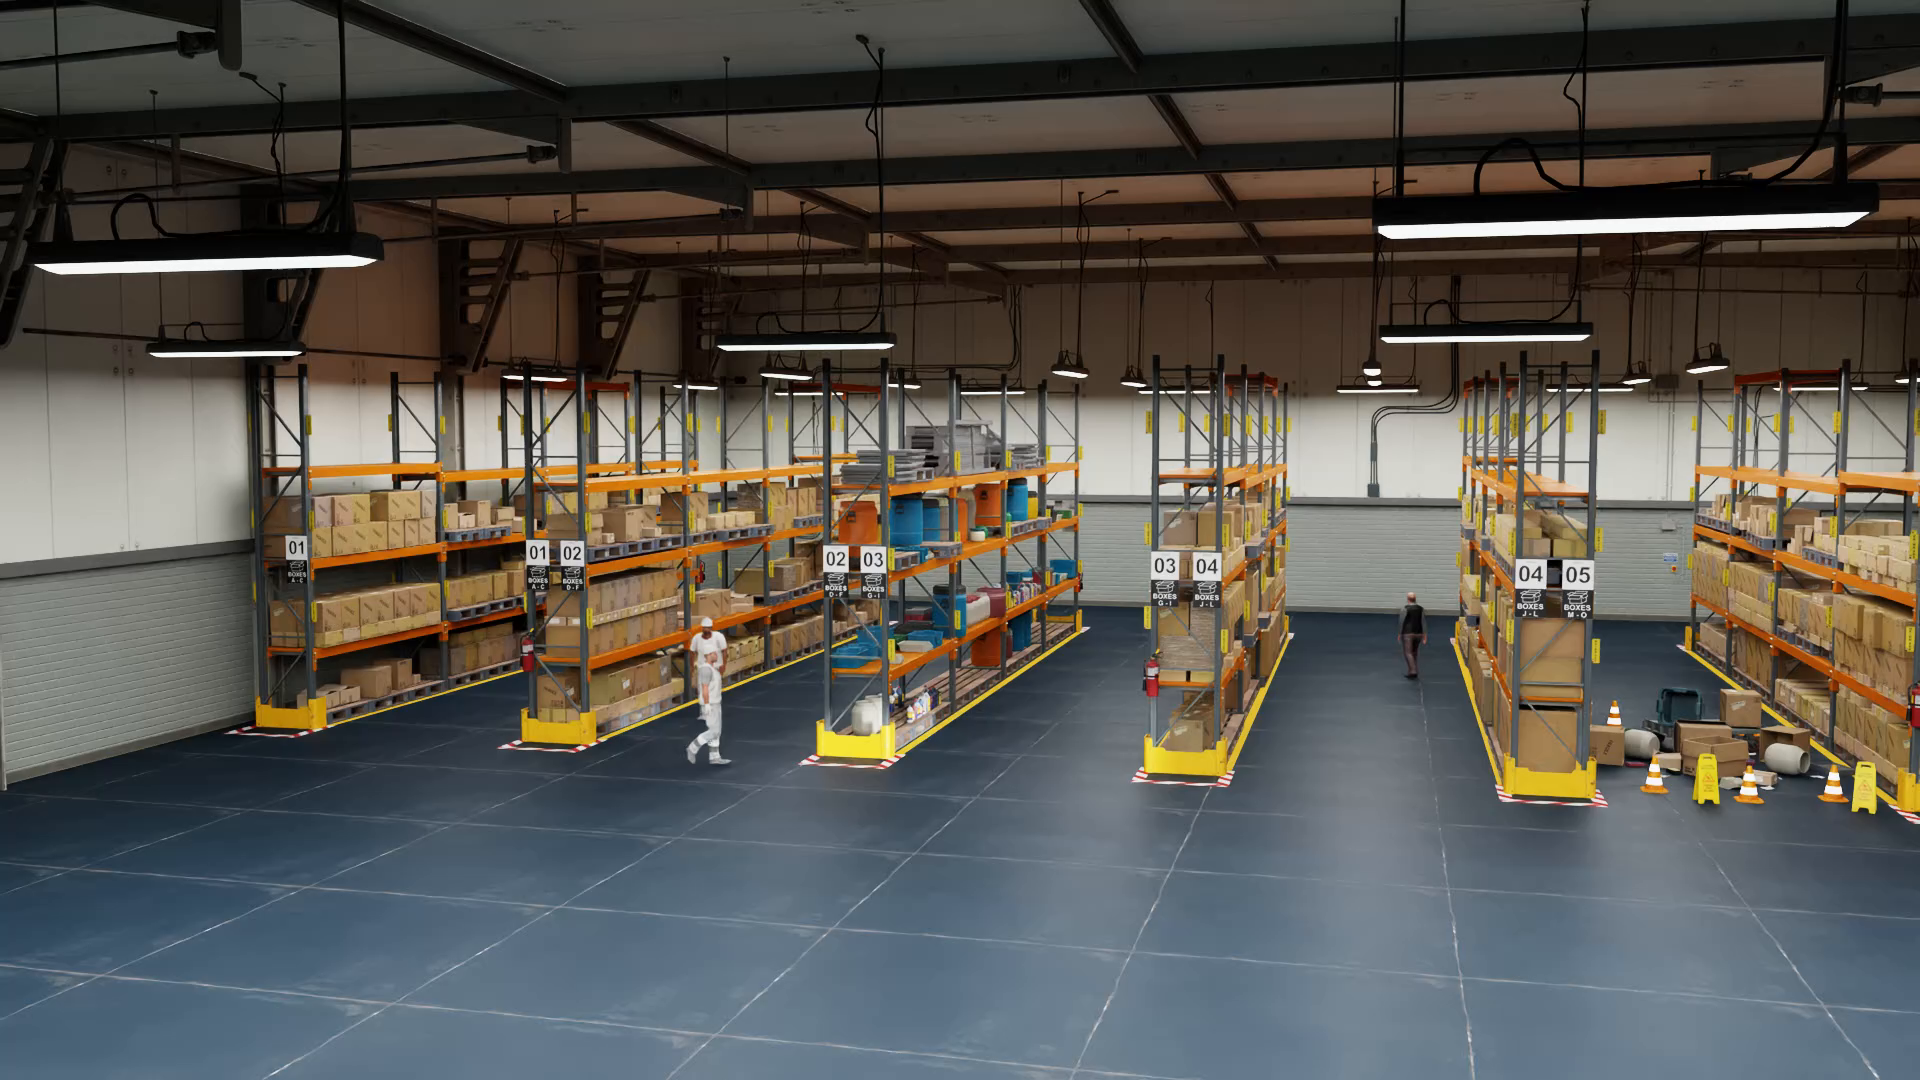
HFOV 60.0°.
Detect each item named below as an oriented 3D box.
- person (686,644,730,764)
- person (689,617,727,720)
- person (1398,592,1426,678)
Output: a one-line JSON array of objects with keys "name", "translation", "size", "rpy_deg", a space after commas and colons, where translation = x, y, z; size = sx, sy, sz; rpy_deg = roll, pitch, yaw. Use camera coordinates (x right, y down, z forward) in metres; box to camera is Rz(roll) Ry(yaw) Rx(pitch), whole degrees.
[{"name": "person", "translation": [-3.623, 2.414, 24.414], "size": [0.456, 1.785, 0.564], "rpy_deg": [0, 4, 5]}, {"name": "person", "translation": [-4.302, 2.176, 28.470], "size": [0.659, 1.744, 0.656], "rpy_deg": [0, 4, 1]}, {"name": "person", "translation": [8.960, 1.887, 33.004], "size": [0.558, 1.690, 0.844], "rpy_deg": [-1, 4, -17]}]
